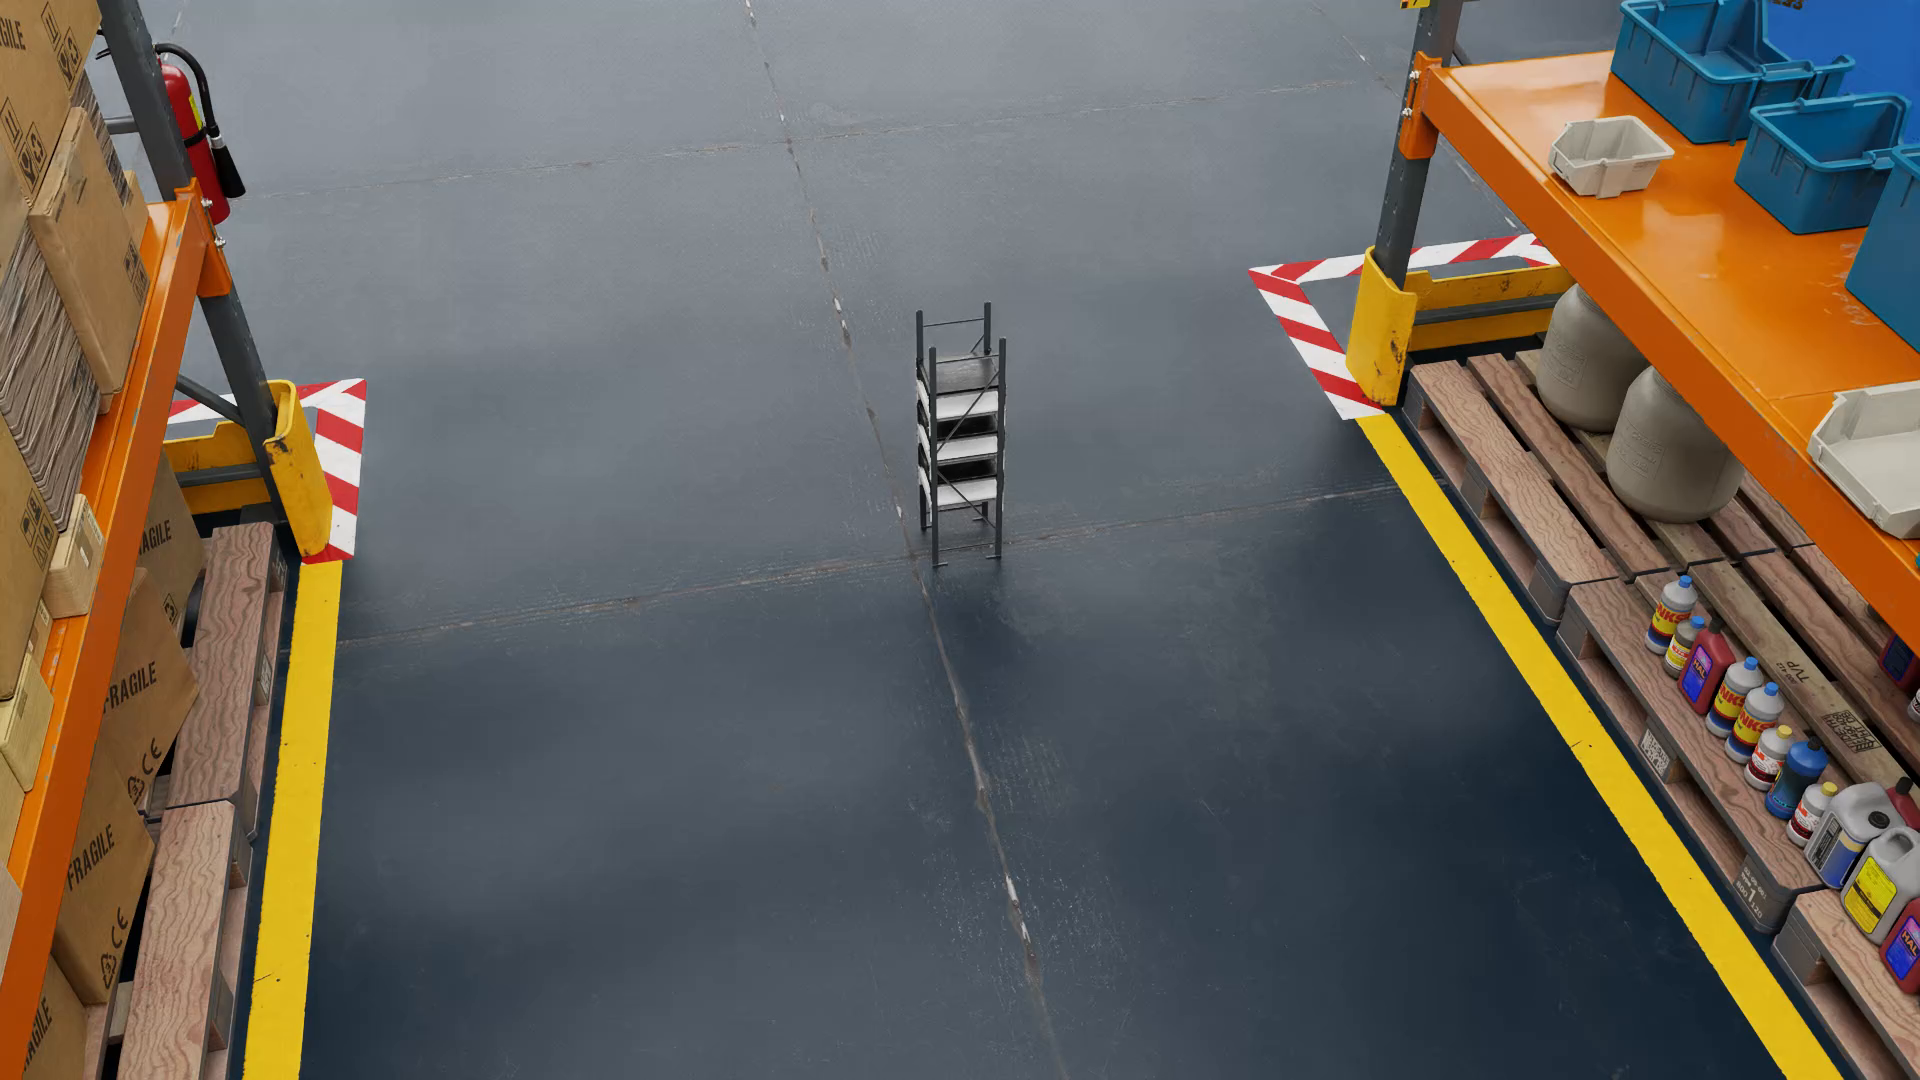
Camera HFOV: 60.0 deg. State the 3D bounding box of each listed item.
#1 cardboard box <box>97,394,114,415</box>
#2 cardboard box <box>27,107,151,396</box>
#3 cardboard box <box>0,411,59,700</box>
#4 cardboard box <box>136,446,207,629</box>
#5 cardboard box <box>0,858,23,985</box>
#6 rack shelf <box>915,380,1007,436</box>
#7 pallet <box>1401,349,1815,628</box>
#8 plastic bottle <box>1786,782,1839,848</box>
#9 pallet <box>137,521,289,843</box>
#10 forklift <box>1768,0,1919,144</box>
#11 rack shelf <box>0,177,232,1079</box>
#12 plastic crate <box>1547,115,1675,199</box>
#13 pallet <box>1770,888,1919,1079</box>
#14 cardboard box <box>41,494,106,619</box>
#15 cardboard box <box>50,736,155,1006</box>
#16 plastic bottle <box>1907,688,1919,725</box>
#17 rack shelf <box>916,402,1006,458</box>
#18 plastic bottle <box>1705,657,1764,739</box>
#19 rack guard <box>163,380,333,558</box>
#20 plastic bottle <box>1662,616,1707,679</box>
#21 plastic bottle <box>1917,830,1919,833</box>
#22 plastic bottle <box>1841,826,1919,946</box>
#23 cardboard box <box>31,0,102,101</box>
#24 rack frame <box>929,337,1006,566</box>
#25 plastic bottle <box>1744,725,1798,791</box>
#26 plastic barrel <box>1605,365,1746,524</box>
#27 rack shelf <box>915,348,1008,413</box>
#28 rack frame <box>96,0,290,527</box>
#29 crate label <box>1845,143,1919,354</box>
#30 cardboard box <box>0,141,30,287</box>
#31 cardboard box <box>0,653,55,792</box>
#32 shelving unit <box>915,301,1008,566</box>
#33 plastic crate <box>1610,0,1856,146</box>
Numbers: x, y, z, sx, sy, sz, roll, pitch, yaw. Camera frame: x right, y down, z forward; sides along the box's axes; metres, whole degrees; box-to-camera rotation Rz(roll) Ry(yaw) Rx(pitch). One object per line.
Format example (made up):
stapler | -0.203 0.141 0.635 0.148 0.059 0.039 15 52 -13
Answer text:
cardboard box | -2.331 -0.421 4.154 0.380 0.149 0.250 -8 42 -9
cardboard box | -2.473 -0.632 3.903 0.875 0.500 0.500 -8 42 -9
cardboard box | -2.311 0.024 3.164 0.875 0.500 0.500 -8 42 -9
cardboard box | -2.672 0.034 5.019 0.500 0.500 0.500 -1 42 -1
cardboard box | -1.879 0.703 2.888 0.380 0.149 0.250 -8 42 -9
rack shelf | 0.002 -0.441 5.348 0.258 0.077 0.200 -8 42 -9
pallet | 2.278 -0.248 5.870 1.003 0.211 1.213 -8 42 -9
plastic bottle | 2.294 0.726 4.449 0.097 0.201 0.097 0 42 0
pallet | -2.633 0.473 5.058 1.003 0.211 1.213 -8 42 -9
forklift | 4.713 -2.379 6.223 3.031 2.935 1.130 29 49 29
rack shelf | -2.359 0.415 3.565 1.077 0.370 4.000 -8 42 -9
plastic crate | 1.925 -1.136 4.969 0.298 0.136 0.250 -8 42 -9
pallet | 2.805 1.334 4.088 1.003 0.211 1.213 -8 42 -9
cardboard box | -2.101 0.056 3.617 0.380 0.149 0.250 -8 42 -9
cardboard box | -2.393 0.825 4.127 0.500 0.500 0.500 -5 42 -5
plastic bottle | 2.810 0.436 4.775 0.097 0.201 0.097 0 42 0
rack shelf | 0.002 -0.374 5.408 0.258 0.077 0.200 -8 42 -9
plastic bottle | 2.207 0.437 4.722 0.097 0.271 0.097 0 42 0
rack guard | -2.774 -0.167 5.561 1.175 0.500 0.348 -8 42 -9
plastic bottle | 2.155 0.308 4.919 0.097 0.201 0.097 0 42 0
plastic bottle | 2.472 0.842 4.256 0.061 0.283 0.133 -8 42 -9
plastic bottle | 2.378 0.849 4.199 0.144 0.351 0.185 -9 42 -10
cardboard box | -2.430 -1.352 3.961 0.500 0.500 0.500 -8 42 -9
rack frame | 0.024 -0.265 5.371 0.240 0.900 0.006 -8 42 -9
plastic bottle | 2.250 0.593 4.599 0.097 0.201 0.097 0 42 0
plastic barrel | 2.371 -0.347 5.439 0.421 0.512 0.421 0 42 0
rack shelf | 0.002 -0.508 5.288 0.258 0.077 0.200 -8 42 -9
rack frame | -2.790 -1.151 4.787 1.000 3.000 0.127 -8 42 -9
crate label | 2.707 -0.719 4.274 0.502 0.435 0.616 -8 42 -9
cardboard box | -2.211 -0.705 3.232 0.500 0.500 0.500 -8 42 -9
cardboard box | -2.016 0.383 3.248 0.380 0.149 0.250 -8 42 -9
shelving unit | 0.002 -0.331 5.445 0.258 0.900 0.210 -8 42 -9
plastic crate | 2.446 -1.523 5.319 0.499 0.251 0.616 -8 42 -9
